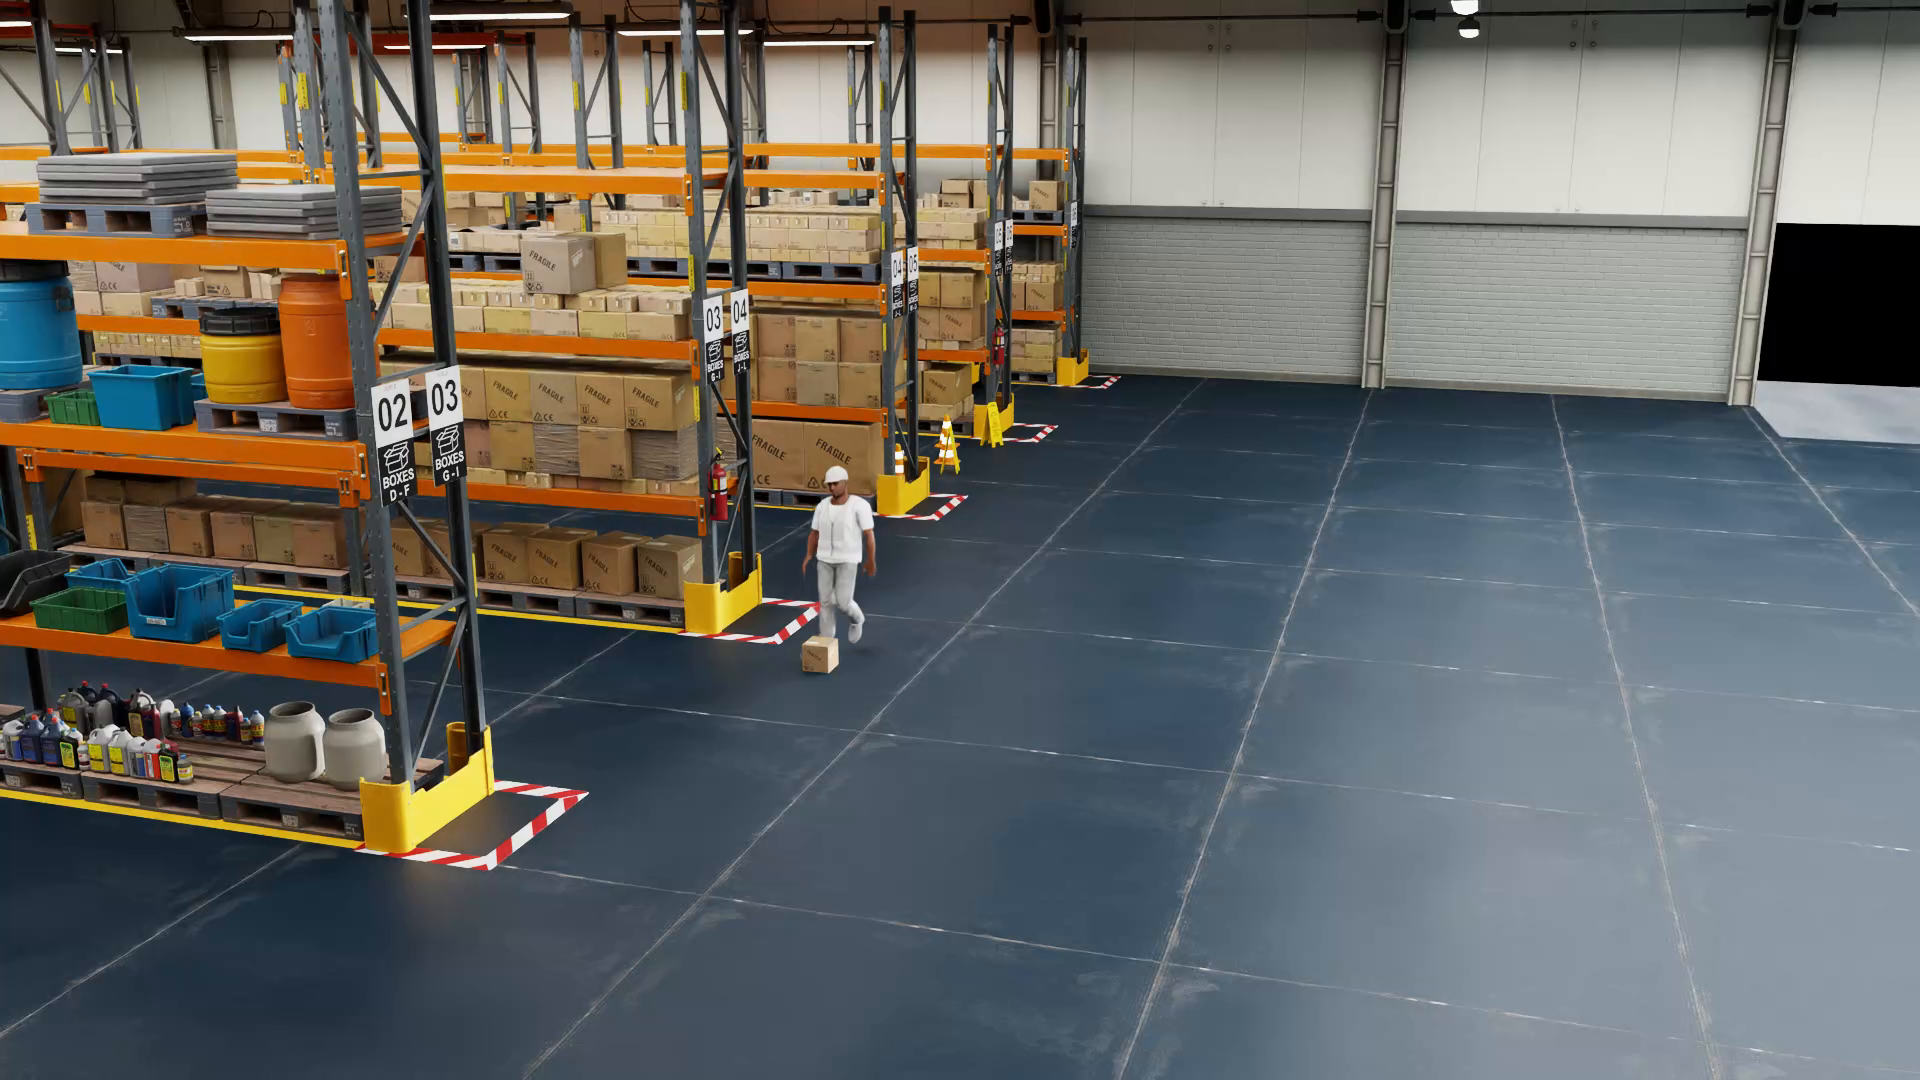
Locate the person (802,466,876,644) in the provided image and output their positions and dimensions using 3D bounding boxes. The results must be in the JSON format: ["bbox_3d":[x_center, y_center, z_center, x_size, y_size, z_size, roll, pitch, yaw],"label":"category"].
[{"bbox_3d":[-1.149,0.219,15.193,0.619,1.724,0.756,6,16,23],"label":"person"}]
